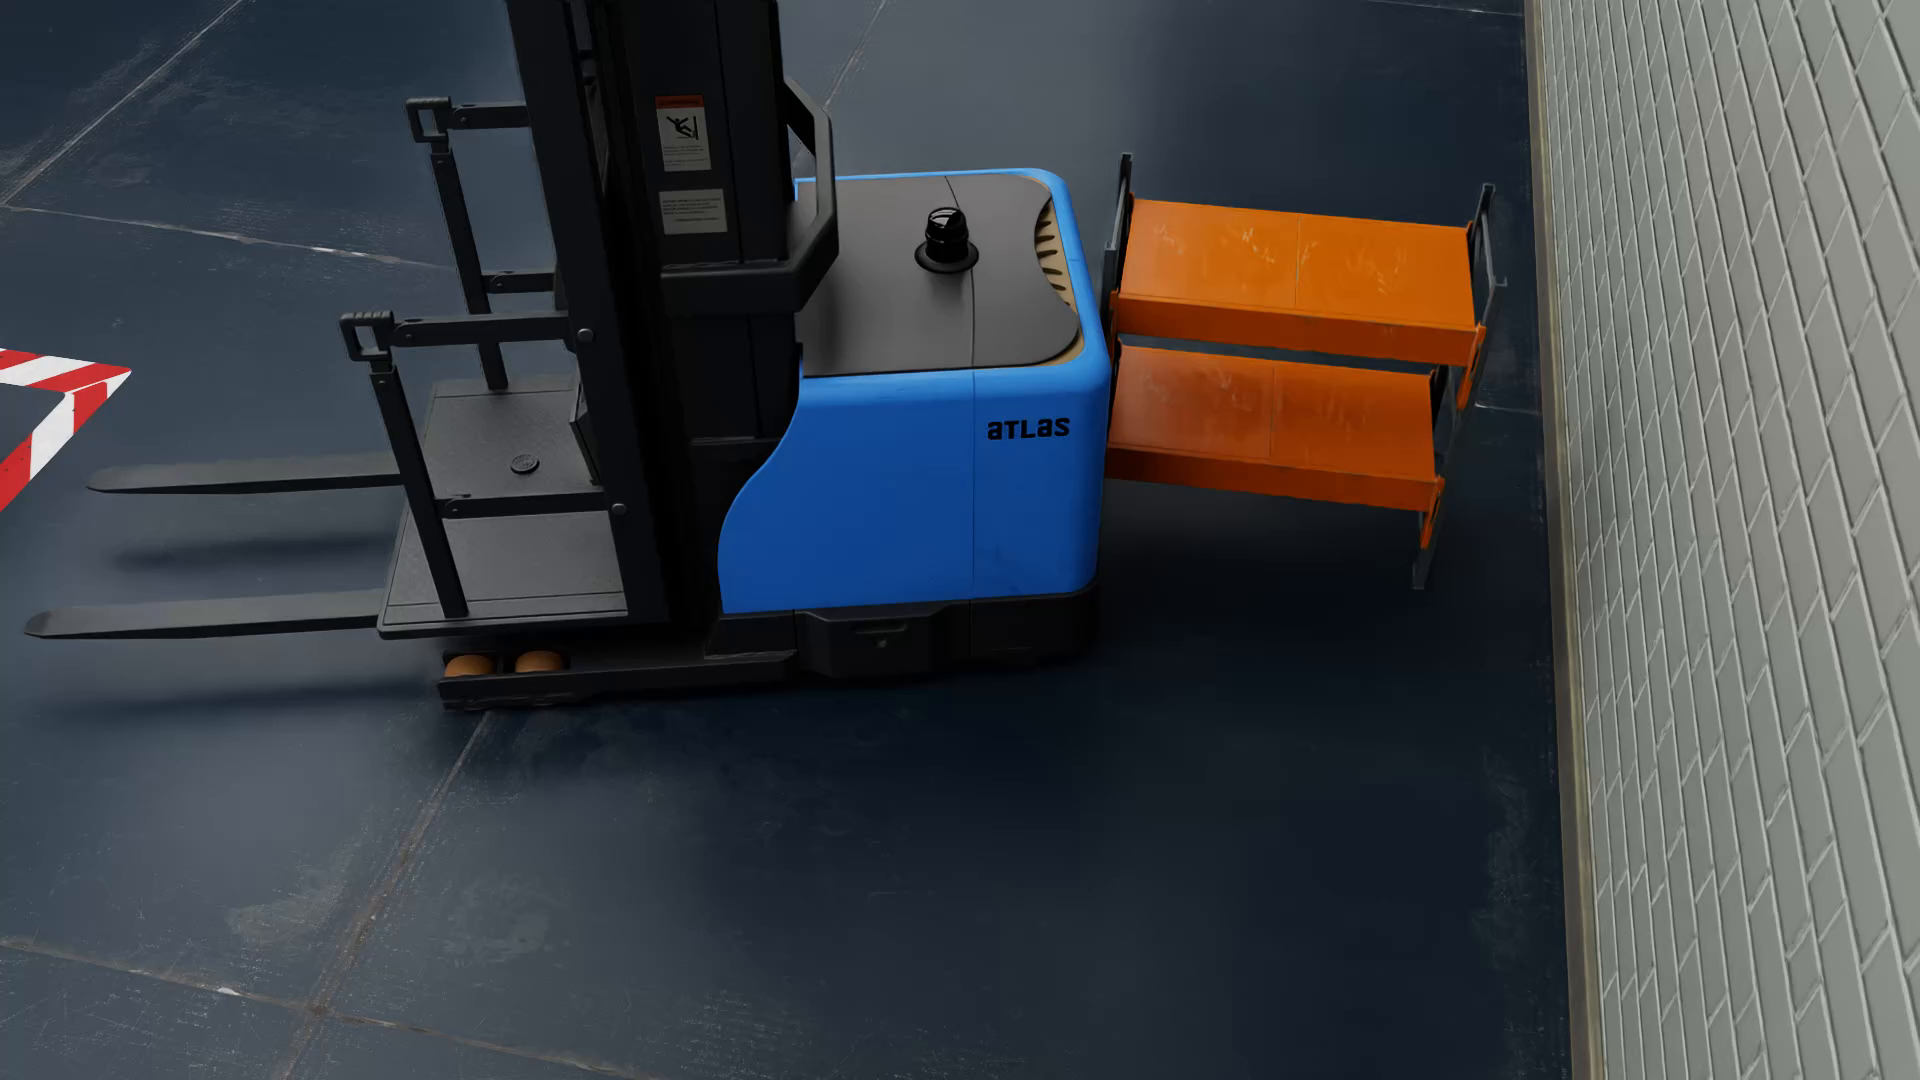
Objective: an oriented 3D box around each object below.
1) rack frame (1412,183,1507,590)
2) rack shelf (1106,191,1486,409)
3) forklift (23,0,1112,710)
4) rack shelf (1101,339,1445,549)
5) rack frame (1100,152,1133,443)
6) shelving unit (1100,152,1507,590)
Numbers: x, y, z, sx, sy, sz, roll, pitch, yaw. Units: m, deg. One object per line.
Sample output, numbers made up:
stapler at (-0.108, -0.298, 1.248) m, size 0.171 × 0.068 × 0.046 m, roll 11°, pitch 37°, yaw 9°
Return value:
rack frame at (1.445, -0.425, 4.880) m, size 0.032 × 1.125 × 0.500 m, roll 6°, pitch 44°, yaw 7°
rack shelf at (0.943, -0.692, 4.736) m, size 1.000 × 0.278 × 0.538 m, roll 6°, pitch 44°, yaw 7°
forklift at (-1.147, -0.954, 4.128) m, size 3.031 × 2.935 × 1.130 m, roll -3°, pitch 44°, yaw -3°
rack shelf at (0.943, -0.305, 5.109) m, size 1.000 × 0.278 × 0.538 m, roll 6°, pitch 44°, yaw 7°
rack frame at (0.441, -0.539, 4.998) m, size 0.032 × 1.125 × 0.500 m, roll 6°, pitch 44°, yaw 7°
shelving unit at (0.943, -0.482, 4.939) m, size 1.048 × 1.125 × 0.538 m, roll 6°, pitch 44°, yaw 7°
